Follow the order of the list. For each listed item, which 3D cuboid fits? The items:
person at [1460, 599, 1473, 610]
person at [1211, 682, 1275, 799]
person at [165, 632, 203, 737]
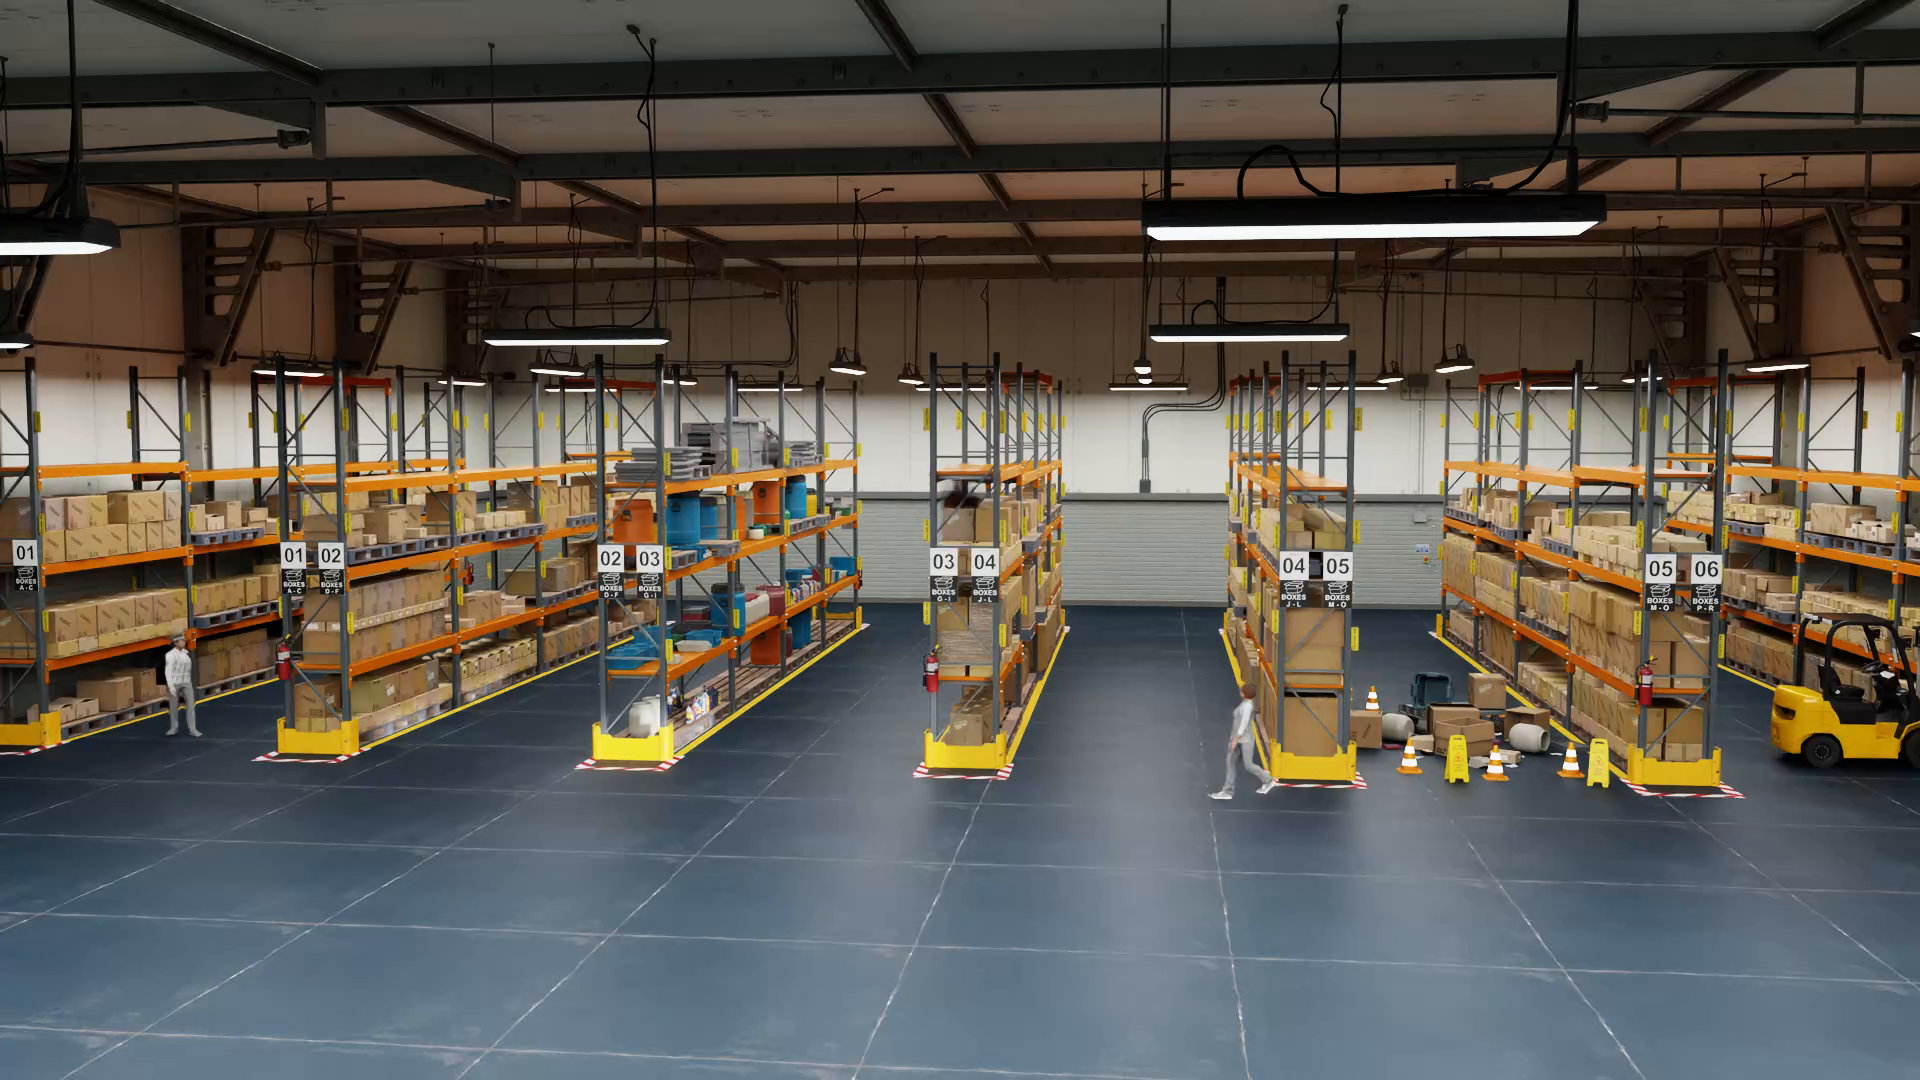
[{"bbox_3d":[12.676,1.196,41.705,0.412,1.683,0.438,-1,4,-7],"label":"person"},{"bbox_3d":[3.773,2.655,22.021,0.842,1.557,0.387,-2,4,-22],"label":"person"},{"bbox_3d":[-12.424,2.296,26.478,0.658,1.673,0.484,4,6,44],"label":"person"}]
